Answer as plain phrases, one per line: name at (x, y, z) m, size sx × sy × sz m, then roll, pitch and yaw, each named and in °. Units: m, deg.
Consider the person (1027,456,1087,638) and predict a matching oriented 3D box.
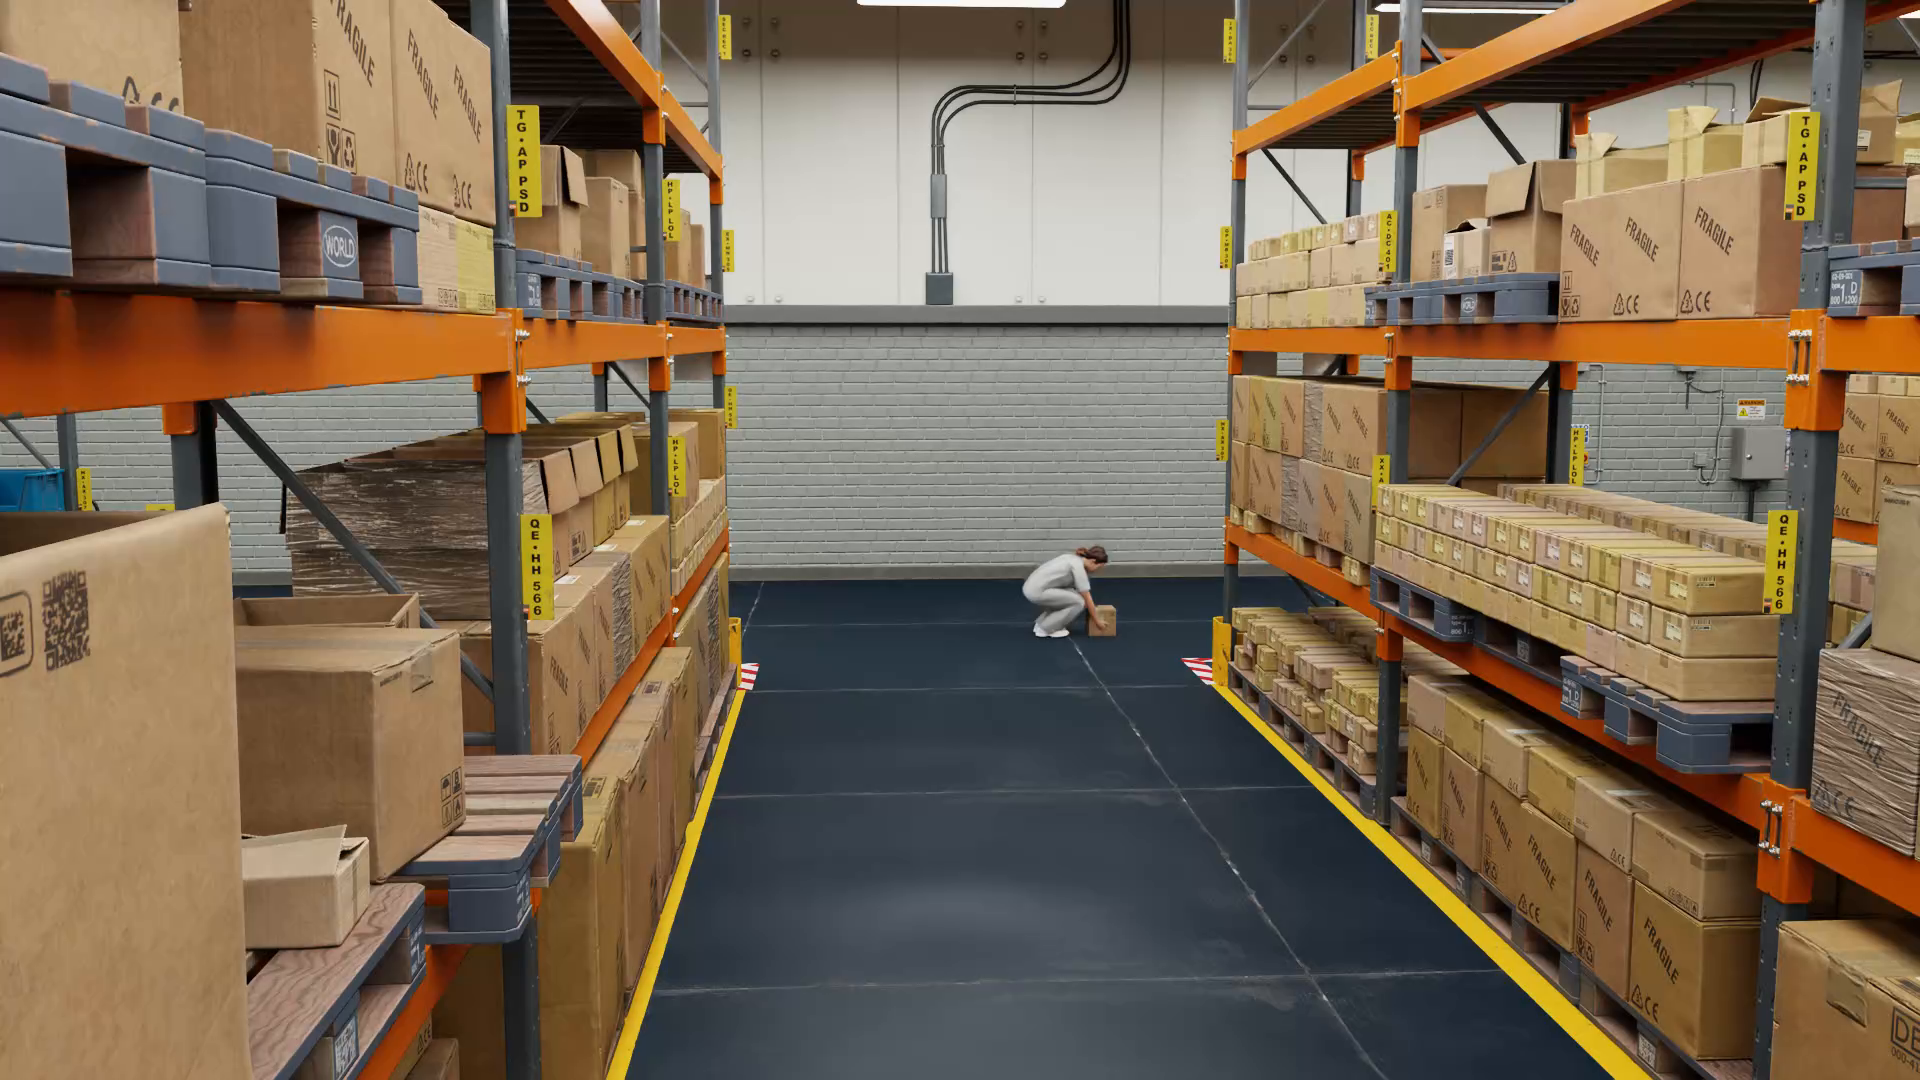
person at (0.885, 0.055, 15.358) m, size 0.551 × 1.666 × 0.436 m, roll 0°, pitch 7°, yaw -3°
